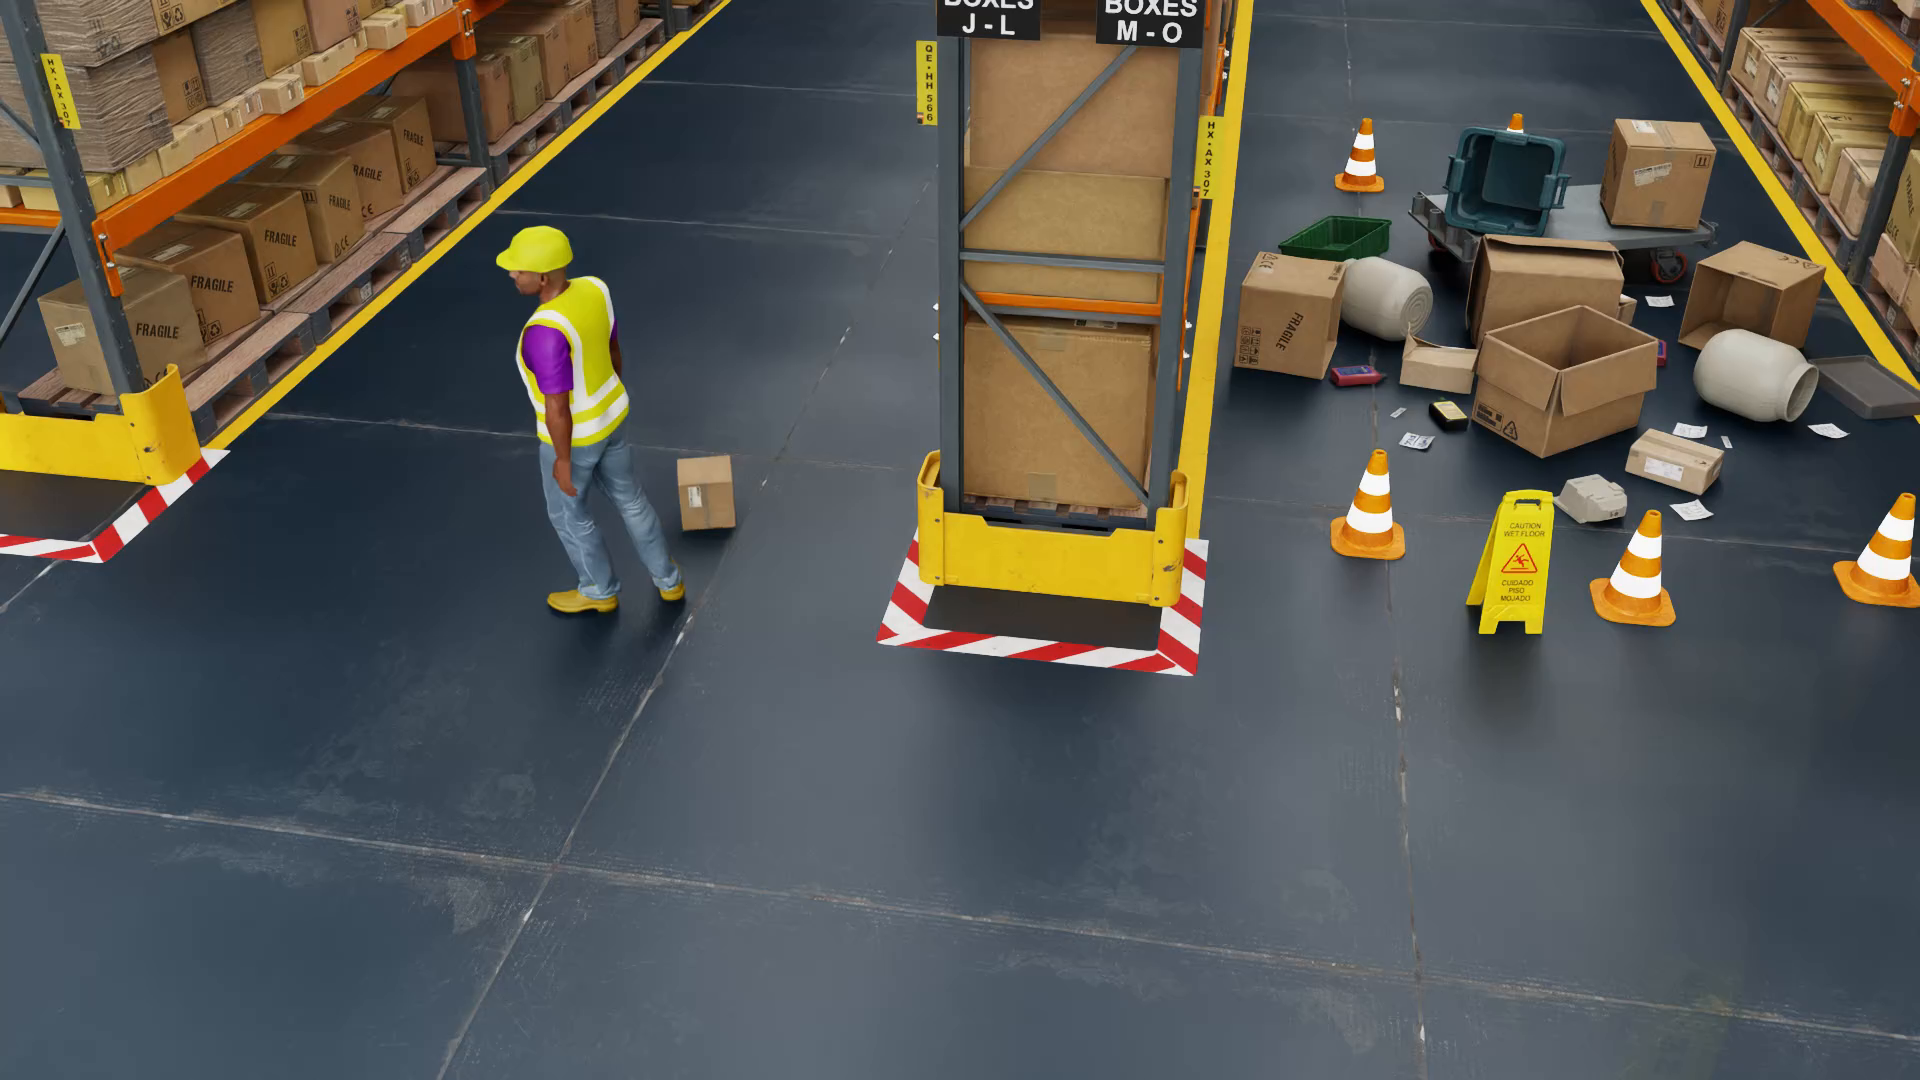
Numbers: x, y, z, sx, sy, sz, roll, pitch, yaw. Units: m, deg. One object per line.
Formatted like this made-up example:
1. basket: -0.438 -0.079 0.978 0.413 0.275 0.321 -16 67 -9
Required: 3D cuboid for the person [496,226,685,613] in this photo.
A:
1. person: -1.506 -0.464 6.857 0.560 1.757 0.602 10 34 16
